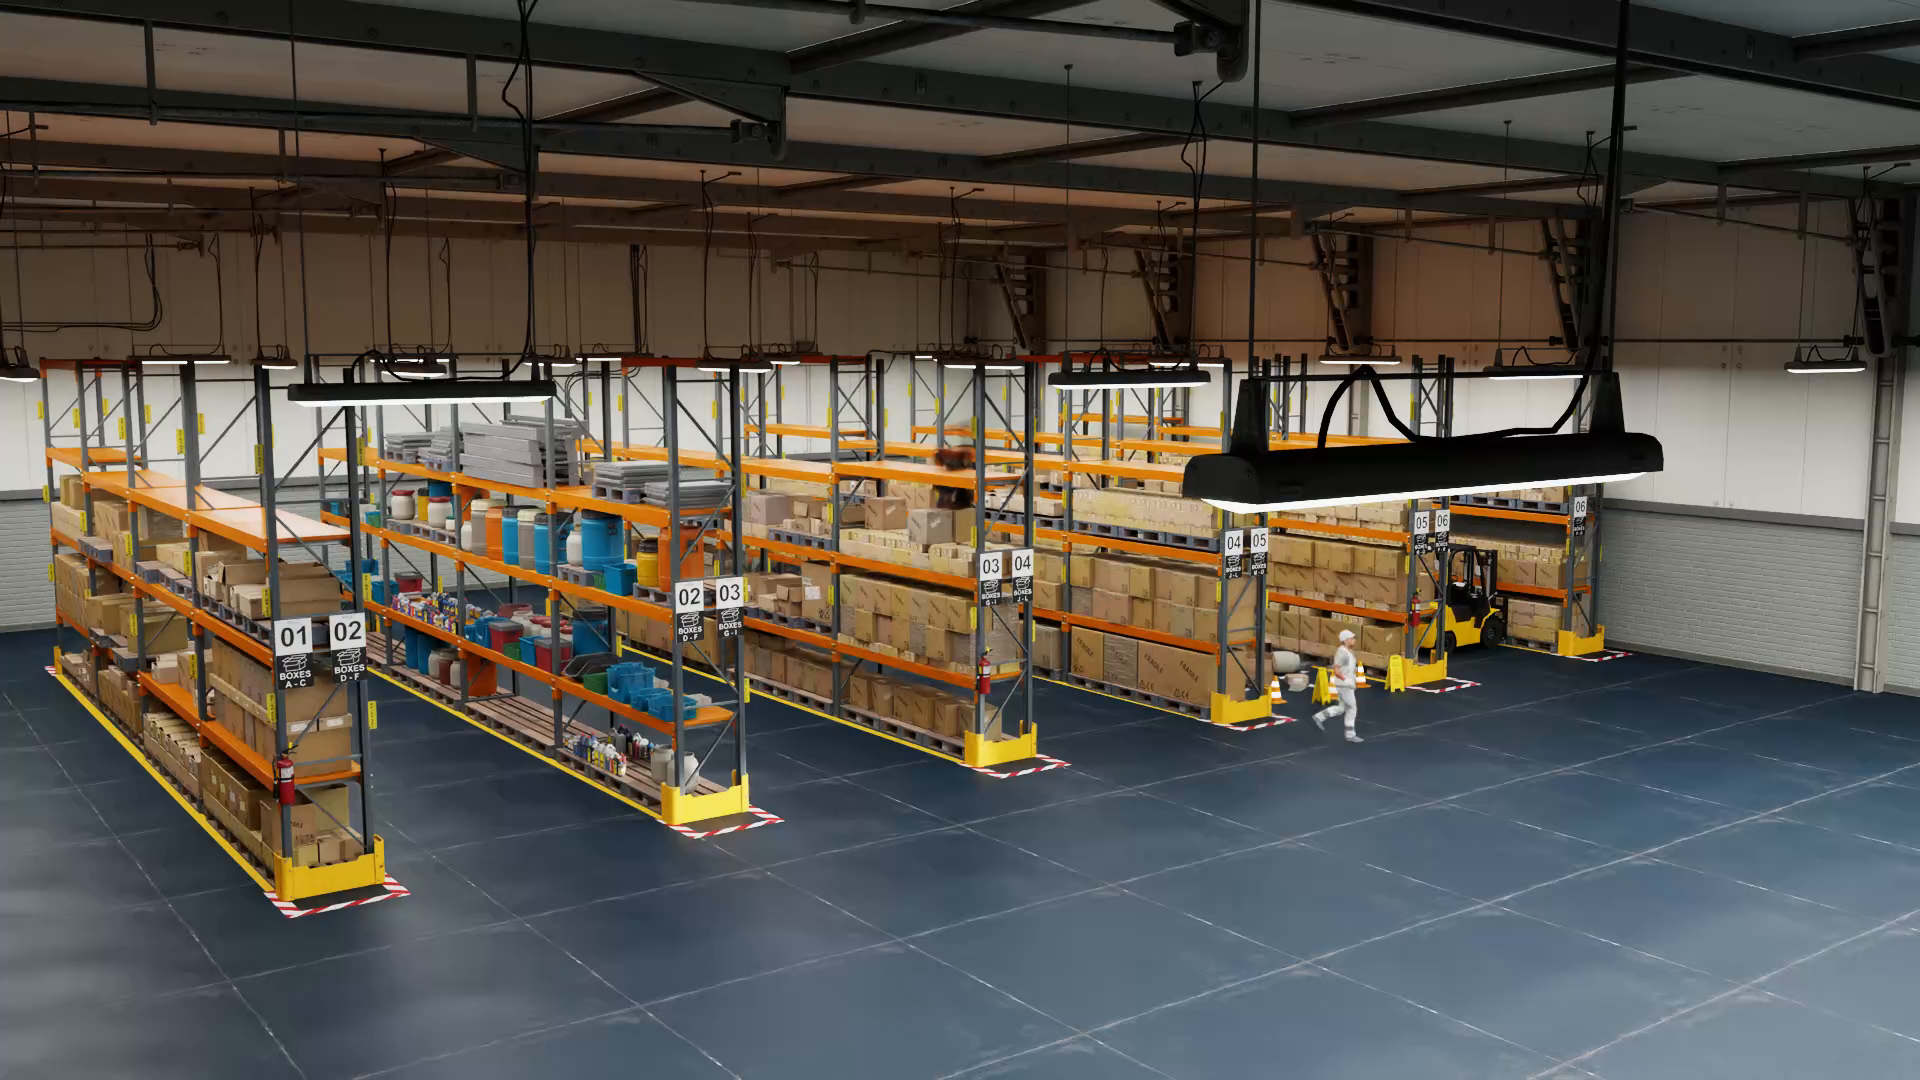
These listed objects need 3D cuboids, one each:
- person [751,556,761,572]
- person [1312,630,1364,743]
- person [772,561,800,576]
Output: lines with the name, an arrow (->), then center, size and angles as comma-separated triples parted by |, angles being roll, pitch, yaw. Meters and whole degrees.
person -> -5.163, 0.502, 42.004 | 0.553, 1.611, 0.607 | 1, 7, 5
person -> 5.999, 2.295, 26.295 | 0.823, 1.784, 0.670 | 2, 7, 17
person -> -4.507, 0.388, 42.572 | 0.878, 1.731, 0.675 | -4, 8, -30
